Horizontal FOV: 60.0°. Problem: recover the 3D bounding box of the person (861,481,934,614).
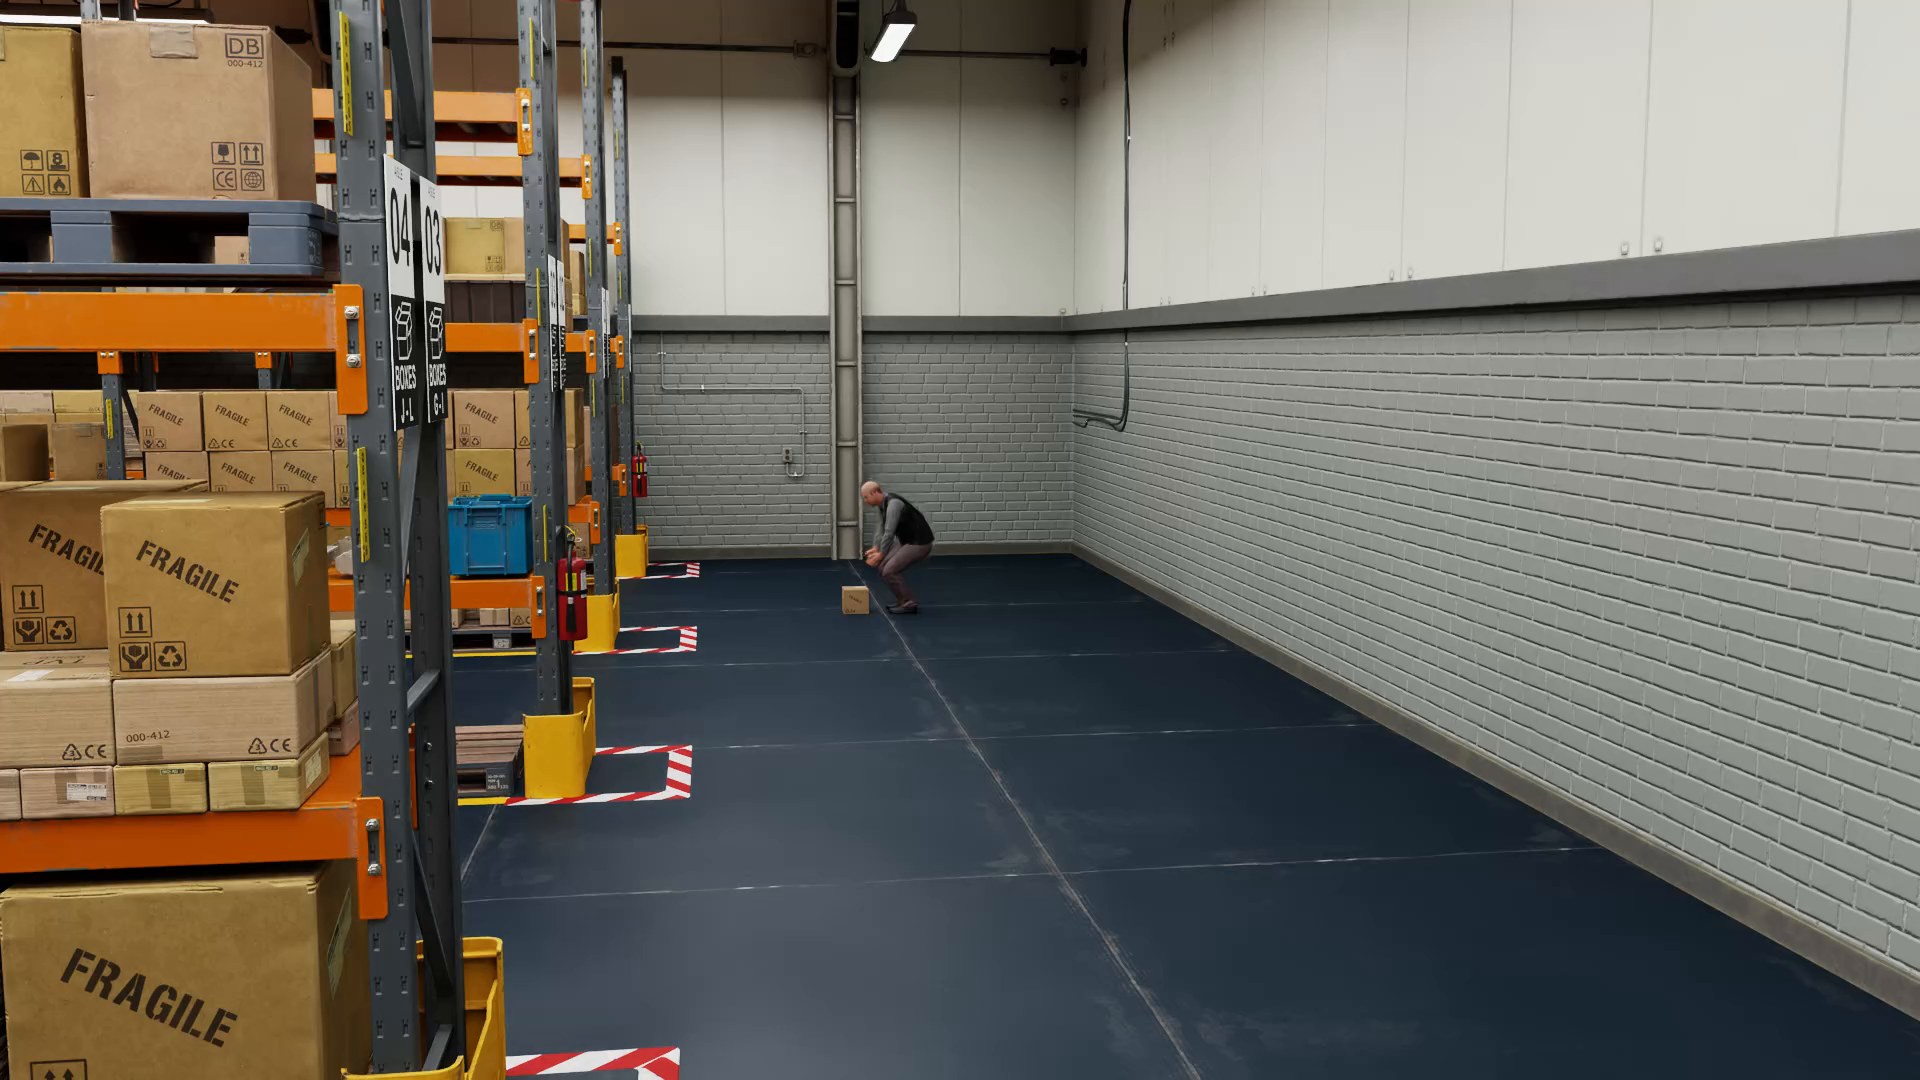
[{"bbox_3d":[-0.635,0.069,16.916,0.743,1.345,0.590,-1,7,-9],"label":"person"}]
